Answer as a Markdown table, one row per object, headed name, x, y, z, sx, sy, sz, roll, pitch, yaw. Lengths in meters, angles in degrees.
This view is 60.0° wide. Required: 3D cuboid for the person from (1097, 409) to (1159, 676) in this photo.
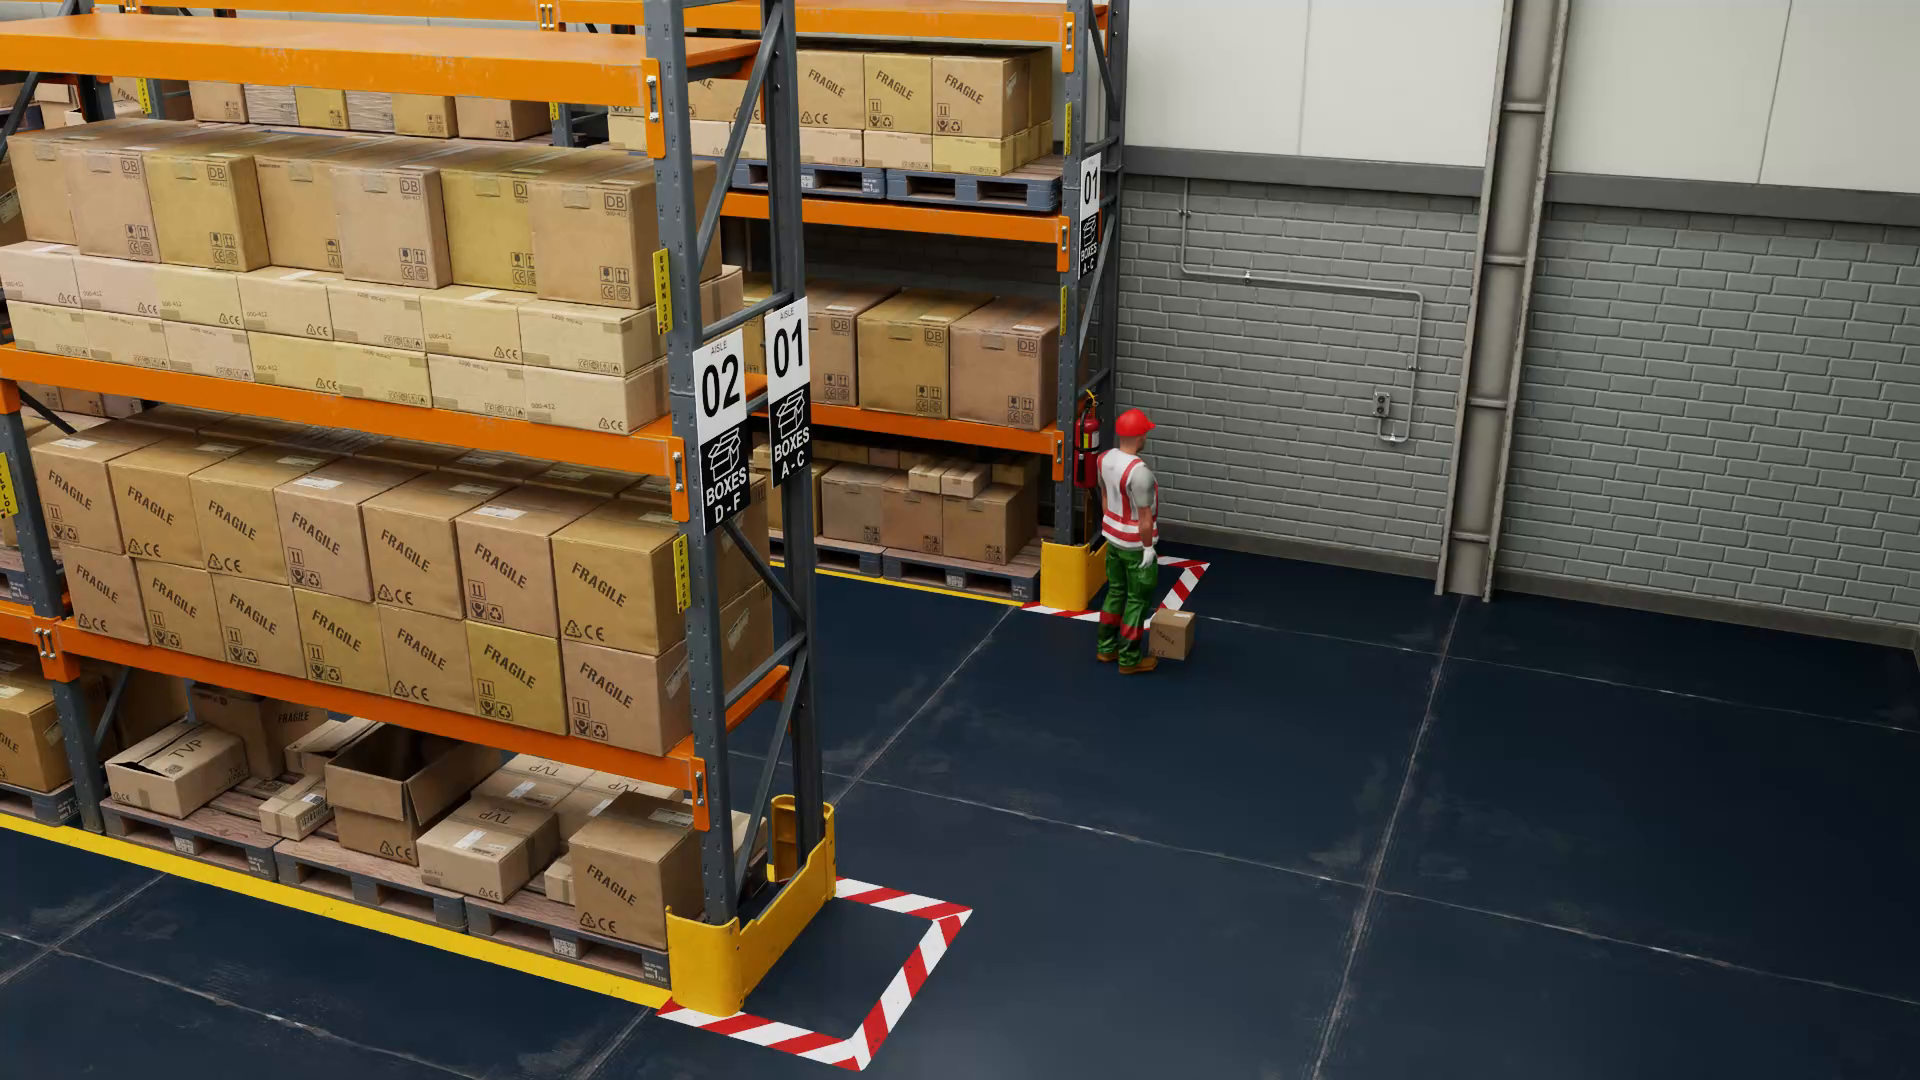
| name | x | y | z | sx | sy | sz | roll | pitch | yaw |
| --- | --- | --- | --- | --- | --- | --- | --- | --- | --- |
| person | 1.110 | 0.007 | 10.909 | 0.344 | 1.794 | 0.526 | -12 | 25 | -27 |
